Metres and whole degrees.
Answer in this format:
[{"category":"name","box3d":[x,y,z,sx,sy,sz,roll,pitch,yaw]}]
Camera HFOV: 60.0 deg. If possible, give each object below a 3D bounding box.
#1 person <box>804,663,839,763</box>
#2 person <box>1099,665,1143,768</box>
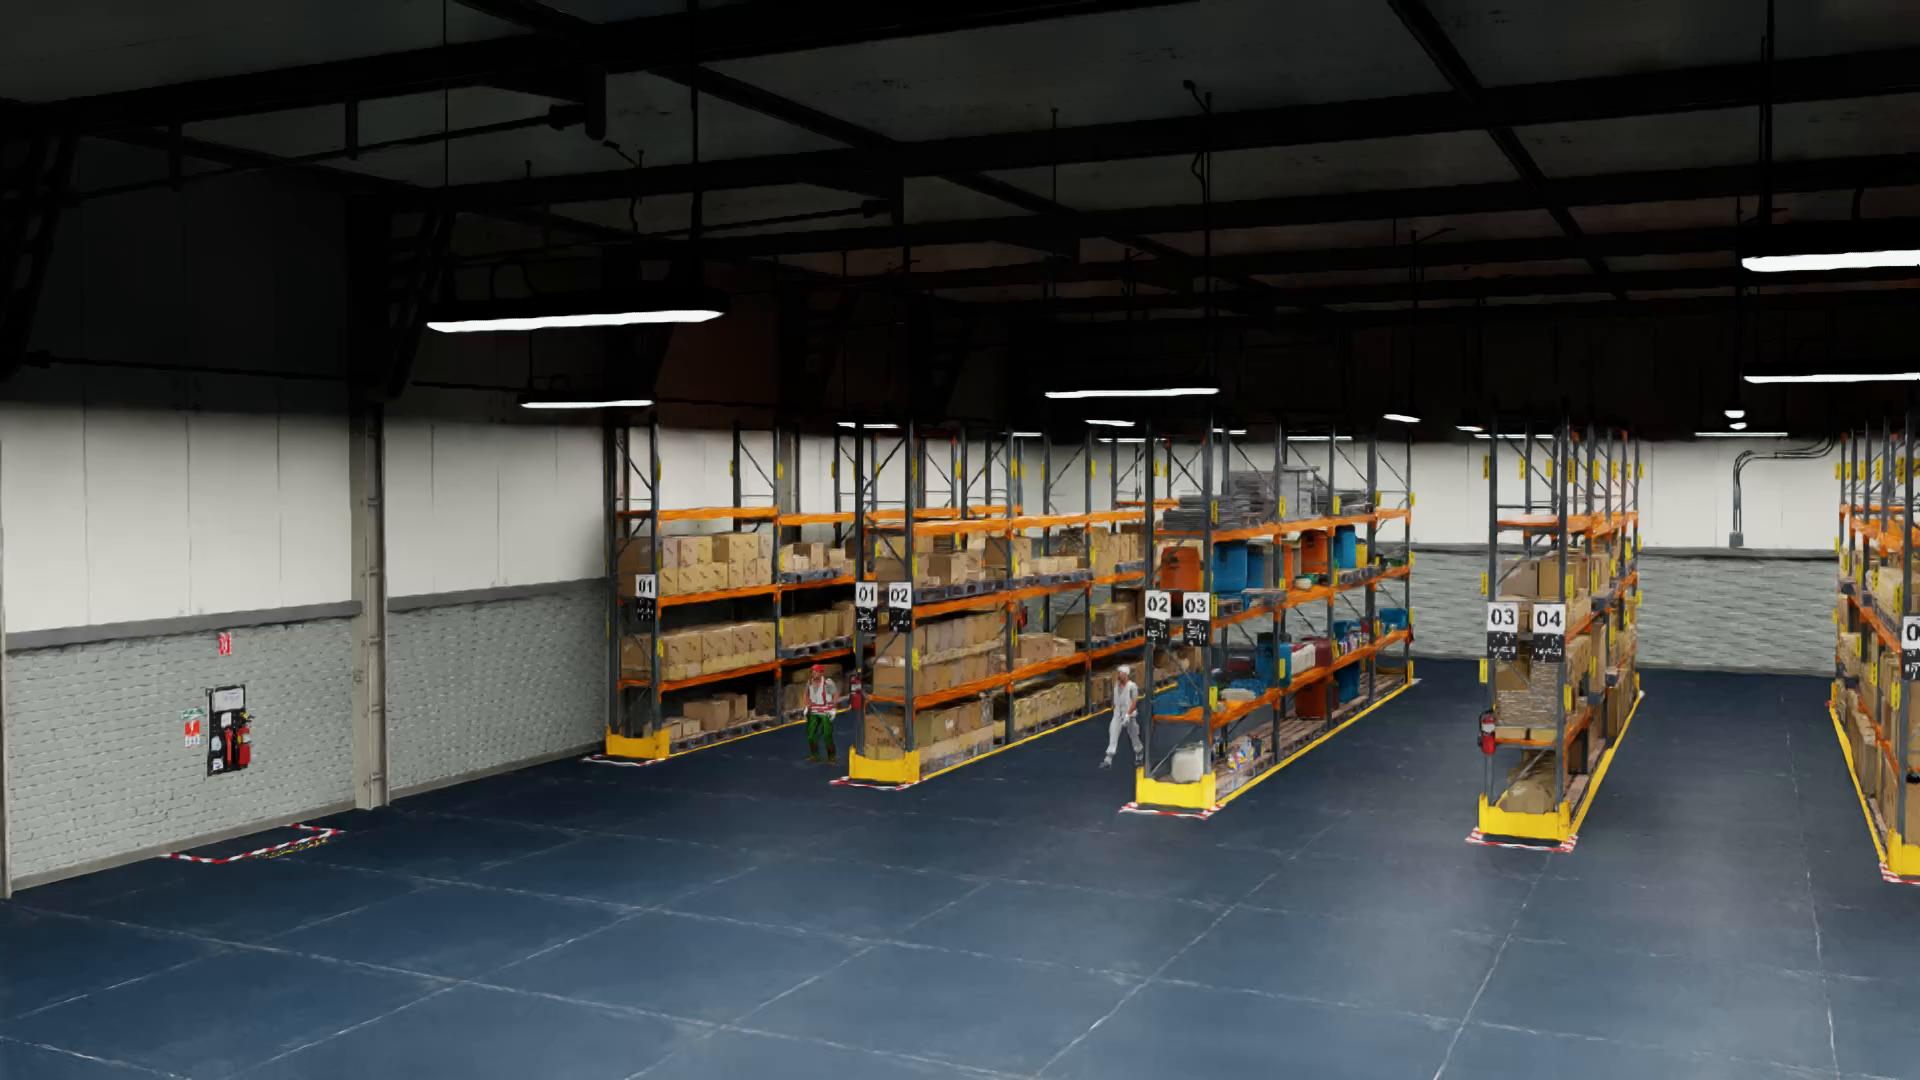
[{"category":"person","box3d":[-2.385,2.947,28.336,0.671,1.742,0.552,1,3,25]},{"category":"person","box3d":[2.744,2.948,27.873,0.535,1.724,1.024,2,3,35]}]
